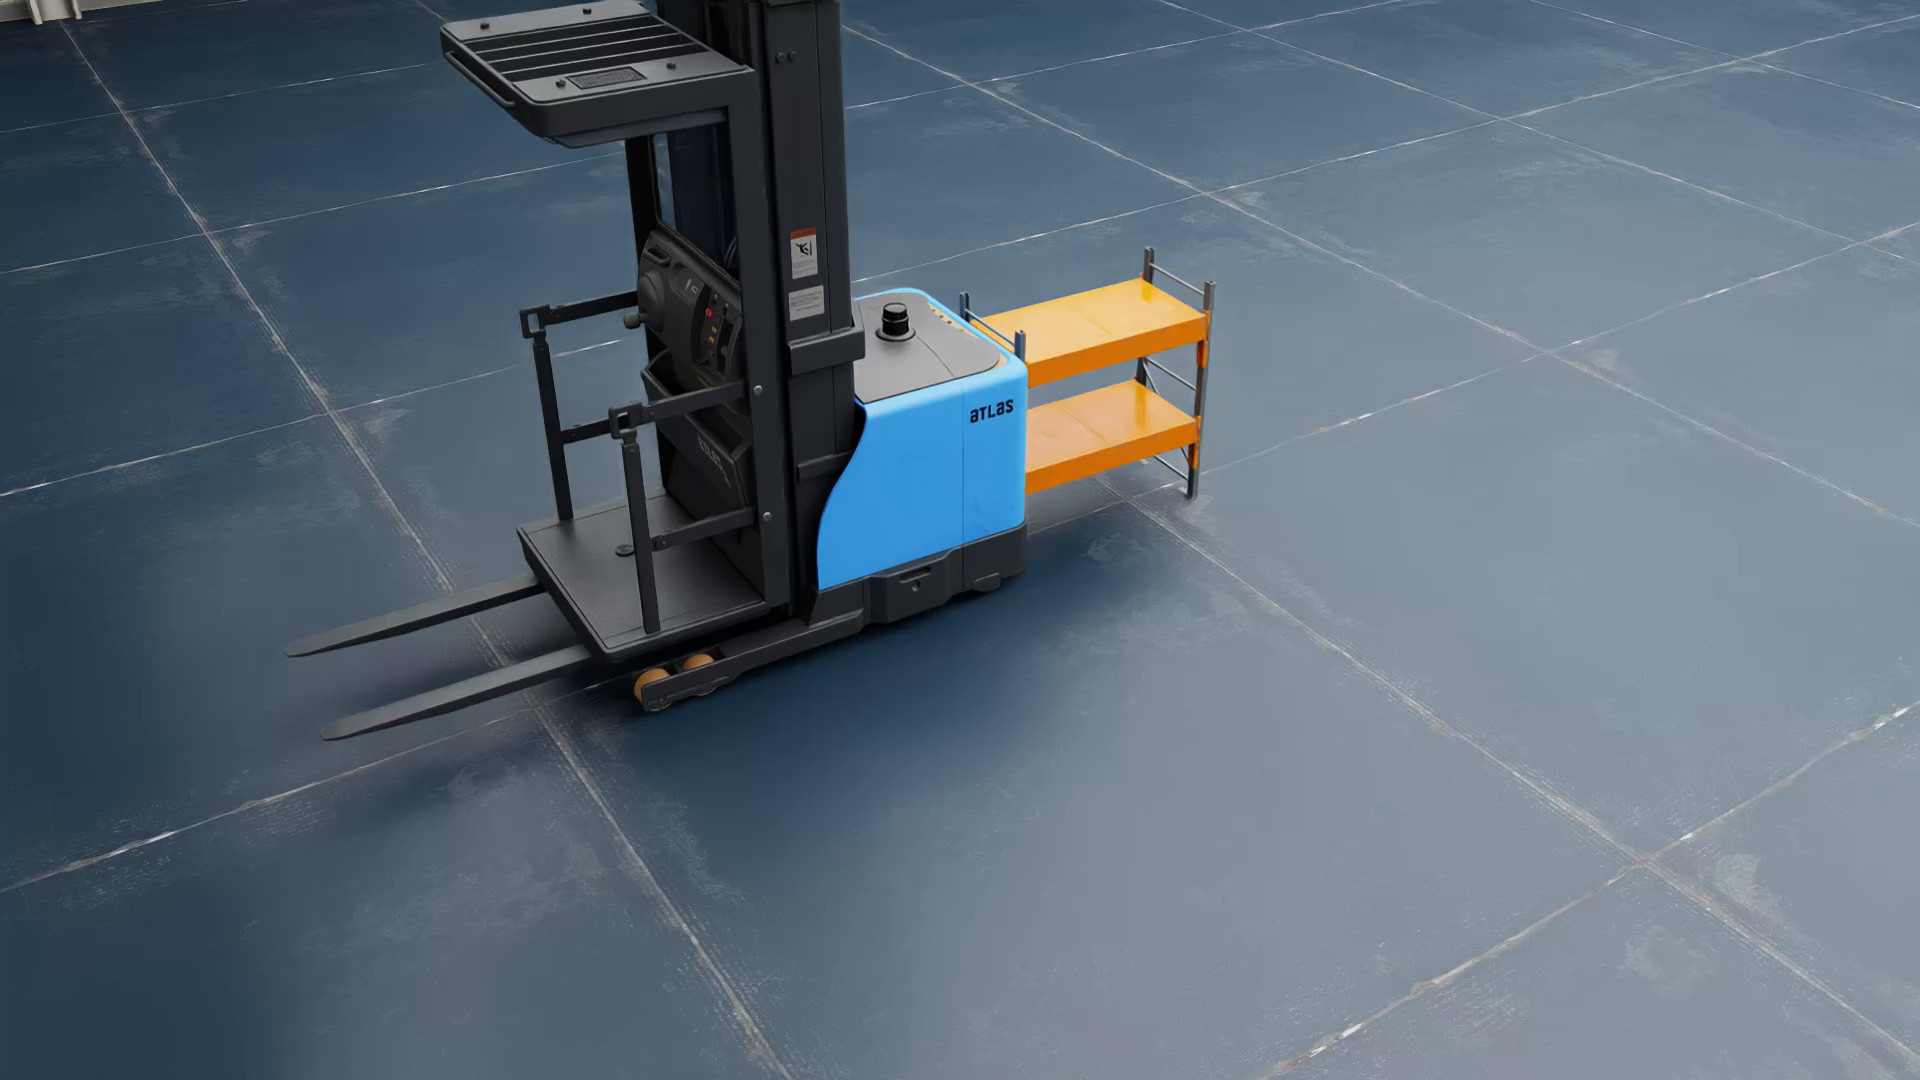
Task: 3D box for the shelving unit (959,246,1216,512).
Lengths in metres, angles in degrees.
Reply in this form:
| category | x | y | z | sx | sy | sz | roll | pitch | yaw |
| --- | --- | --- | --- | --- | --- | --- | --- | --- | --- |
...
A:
| category | x | y | z | sx | sy | sz | roll | pitch | yaw |
| --- | --- | --- | --- | --- | --- | --- | --- | --- | --- |
| shelving unit | 0.574 | -0.651 | 7.727 | 1.048 | 1.125 | 0.538 | -18 | 36 | -26 |

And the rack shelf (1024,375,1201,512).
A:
| category | x | y | z | sx | sy | sz | roll | pitch | yaw |
| --- | --- | --- | --- | --- | --- | --- | --- | --- | --- |
| rack shelf | 0.574 | -0.444 | 7.858 | 1.000 | 0.278 | 0.538 | -18 | 36 | -26 |

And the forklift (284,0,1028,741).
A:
| category | x | y | z | sx | sy | sz | roll | pitch | yaw |
| --- | --- | --- | --- | --- | --- | --- | --- | --- | --- |
| forklift | -1.231 | -0.878 | 6.394 | 3.031 | 2.935 | 1.130 | -18 | 36 | -26 |

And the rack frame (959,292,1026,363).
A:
| category | x | y | z | sx | sy | sz | roll | pitch | yaw |
| --- | --- | --- | --- | --- | --- | --- | --- | --- | --- |
| rack frame | 0.138 | -0.511 | 7.506 | 0.032 | 1.125 | 0.500 | -18 | 36 | -26 |

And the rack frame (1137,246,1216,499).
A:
| category | x | y | z | sx | sy | sz | roll | pitch | yaw |
| --- | --- | --- | --- | --- | --- | --- | --- | --- | --- |
| rack frame | 1.010 | -0.790 | 7.949 | 0.032 | 1.125 | 0.500 | -18 | 36 | -26 |

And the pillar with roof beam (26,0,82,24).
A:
| category | x | y | z | sx | sy | sz | roll | pitch | yaw |
| --- | --- | --- | --- | --- | --- | --- | --- | --- | --- |
| pillar with roof beam | -6.056 | -6.726 | 9.978 | 0.400 | 9.000 | 9.100 | -19 | 37 | -27 |

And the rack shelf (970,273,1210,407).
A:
| category | x | y | z | sx | sy | sz | roll | pitch | yaw |
| --- | --- | --- | --- | --- | --- | --- | --- | --- | --- |
| rack shelf | 0.574 | -0.898 | 7.571 | 1.000 | 0.278 | 0.538 | -18 | 36 | -26 |
